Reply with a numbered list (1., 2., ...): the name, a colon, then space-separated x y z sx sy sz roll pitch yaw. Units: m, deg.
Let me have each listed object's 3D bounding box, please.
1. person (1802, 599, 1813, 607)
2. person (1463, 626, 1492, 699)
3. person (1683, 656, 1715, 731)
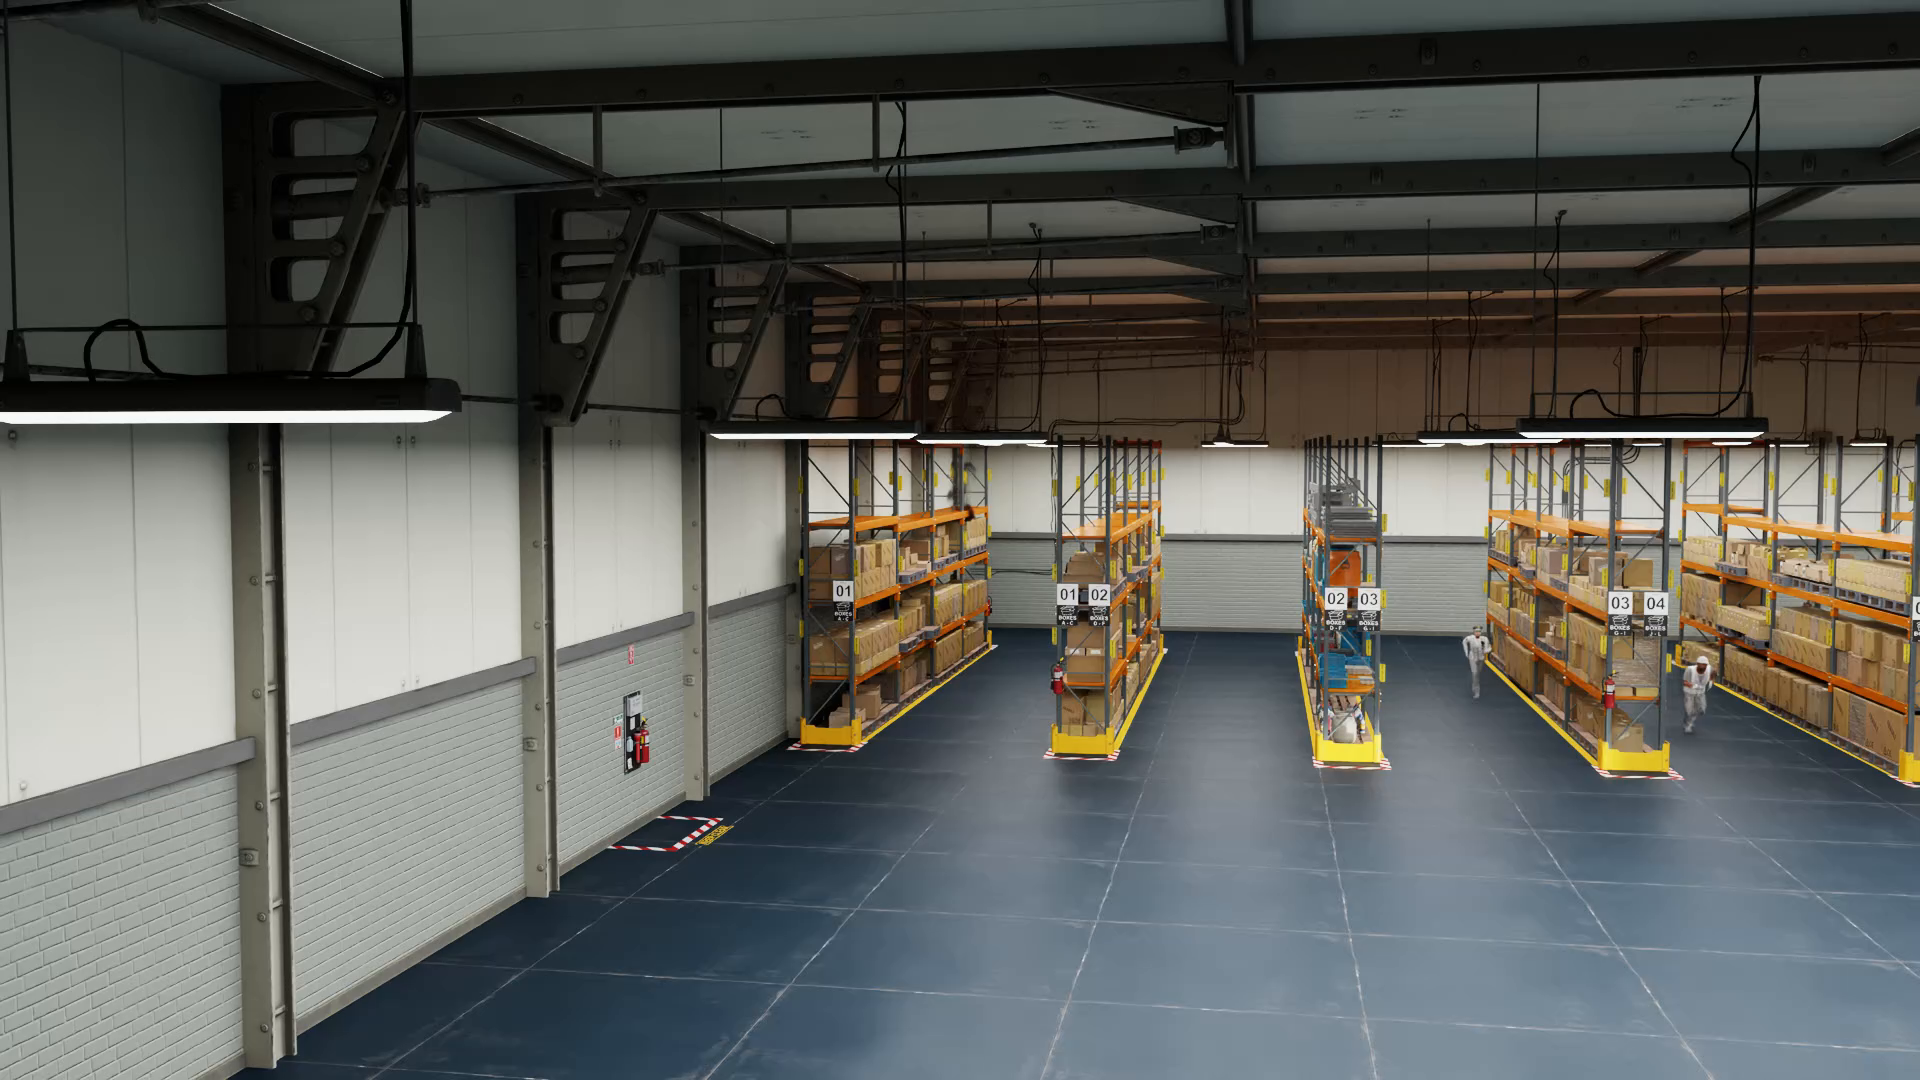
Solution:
1. person: 23.282 2.416 45.801 0.652 1.646 0.553 -1 3 -11
2. person: 12.012 2.810 38.684 0.592 1.694 1.010 0 3 7
3. person: 14.902 3.108 33.533 0.716 1.601 0.854 0 3 -1
